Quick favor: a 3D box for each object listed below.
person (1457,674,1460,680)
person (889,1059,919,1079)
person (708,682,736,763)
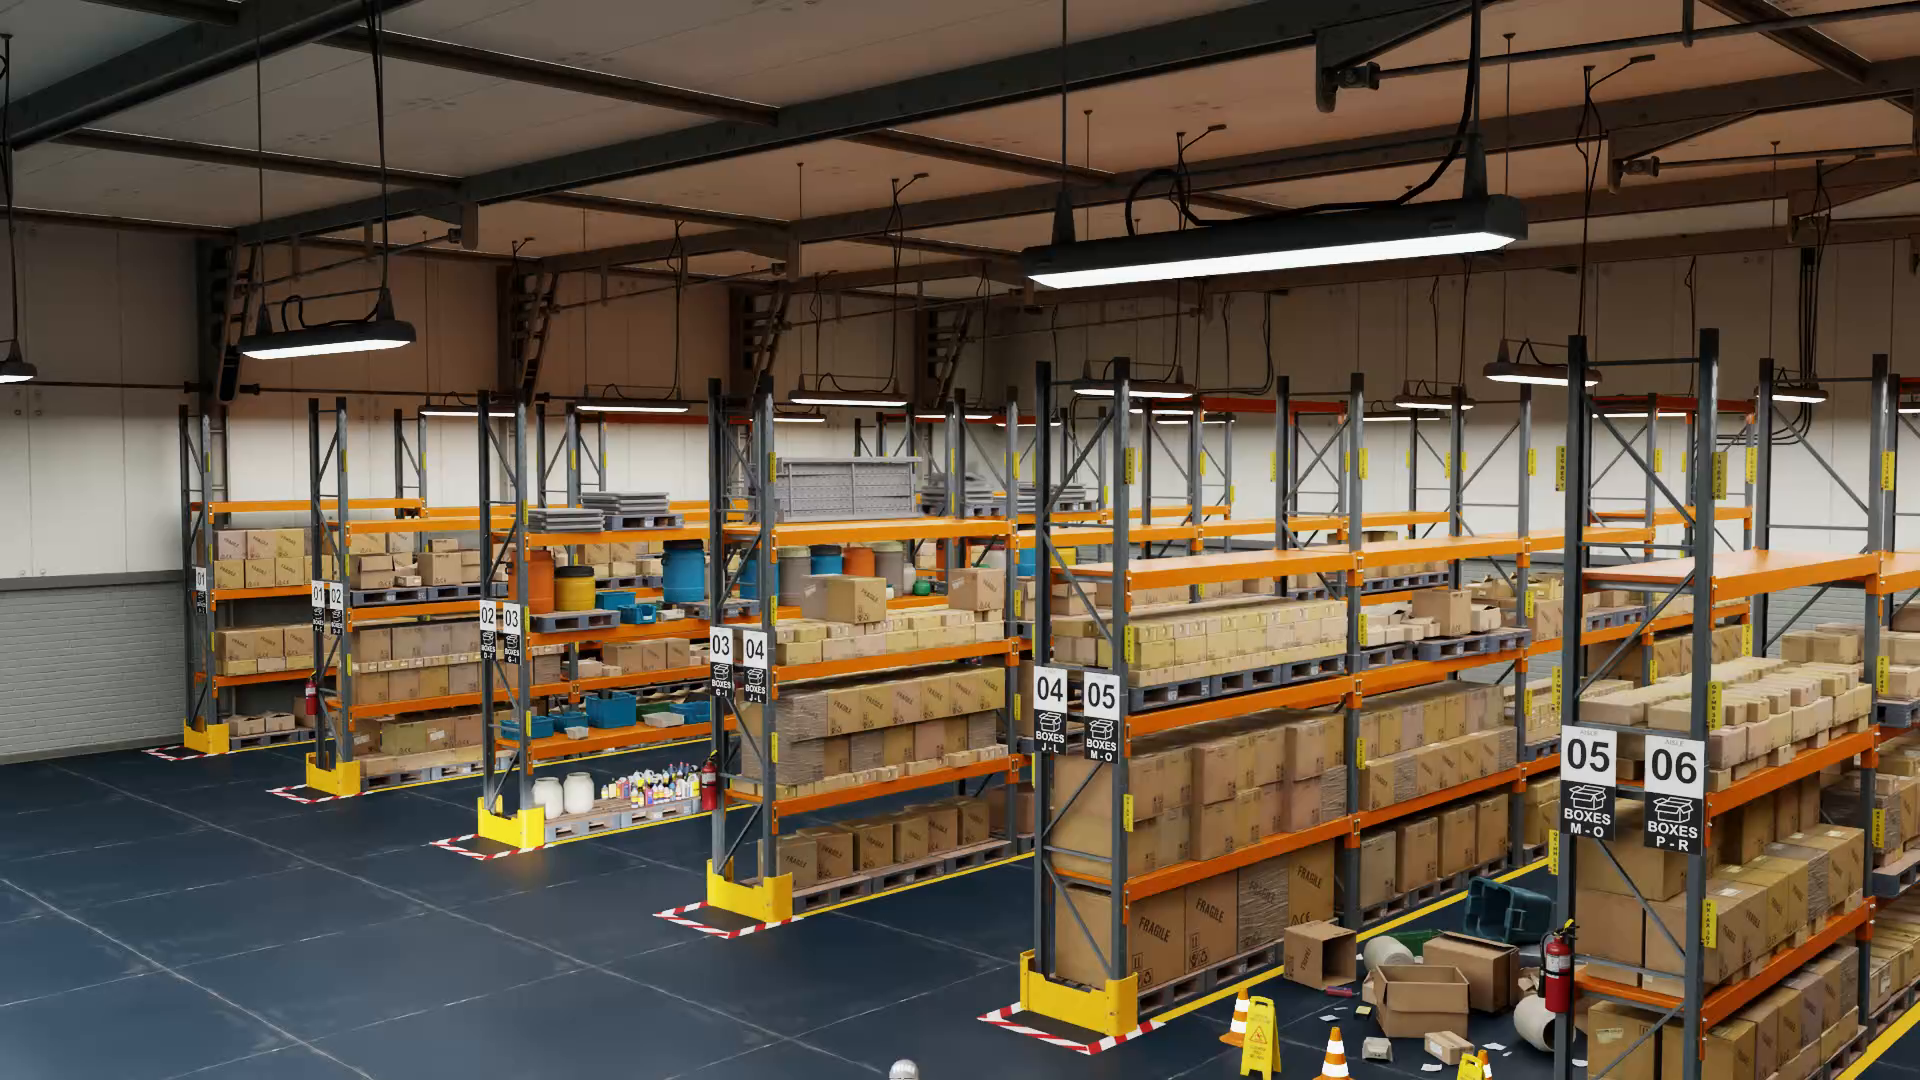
[{"bbox_3d":[7.992,2.940,26.956,0.583,1.623,0.557,2,4,34],"label":"person"},{"bbox_3d":[-0.322,3.806,9.557,0.603,1.659,0.940,0,3,1],"label":"person"},{"bbox_3d":[-3.952,2.847,27.336,0.673,1.739,0.602,2,4,39],"label":"person"}]
